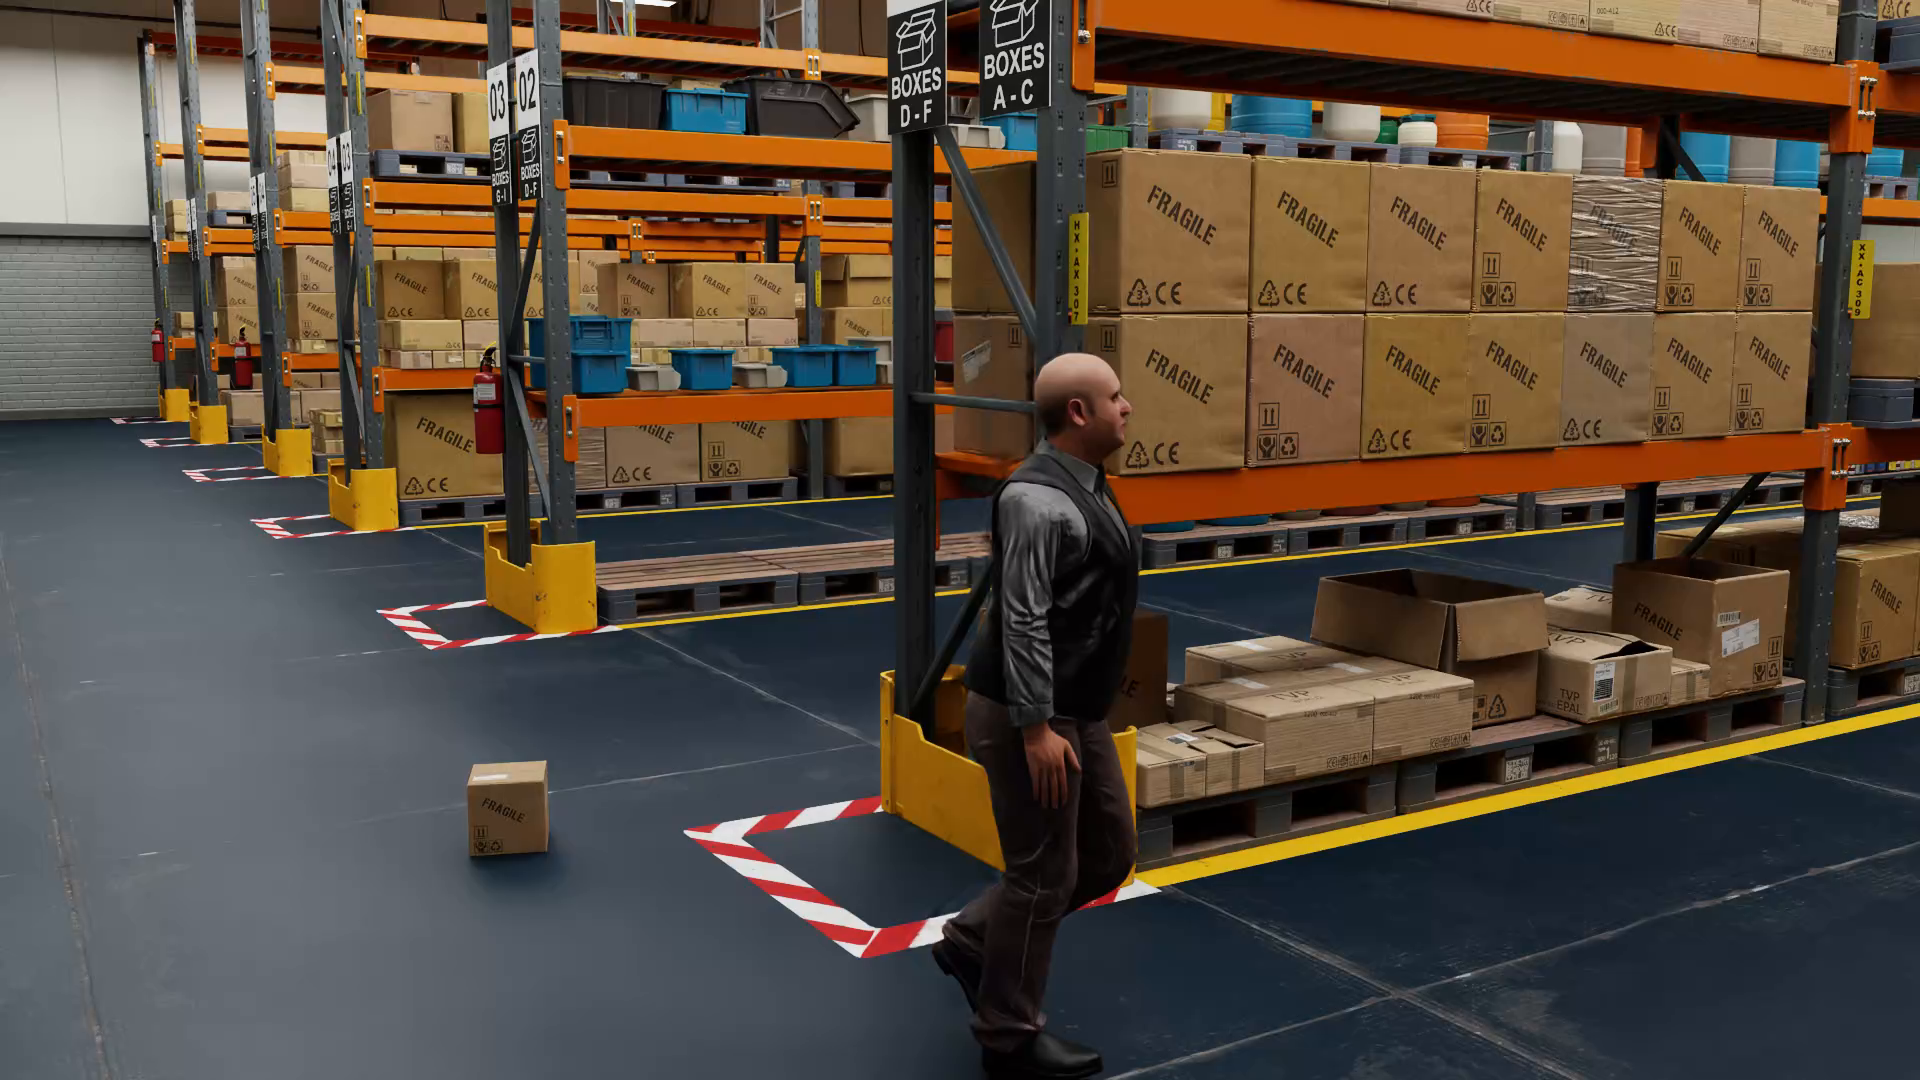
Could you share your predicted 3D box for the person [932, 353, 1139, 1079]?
[{"bbox_3d":[0.166,0.408,3.977,0.496,1.703,0.570,2,8,15],"label":"person"}]
